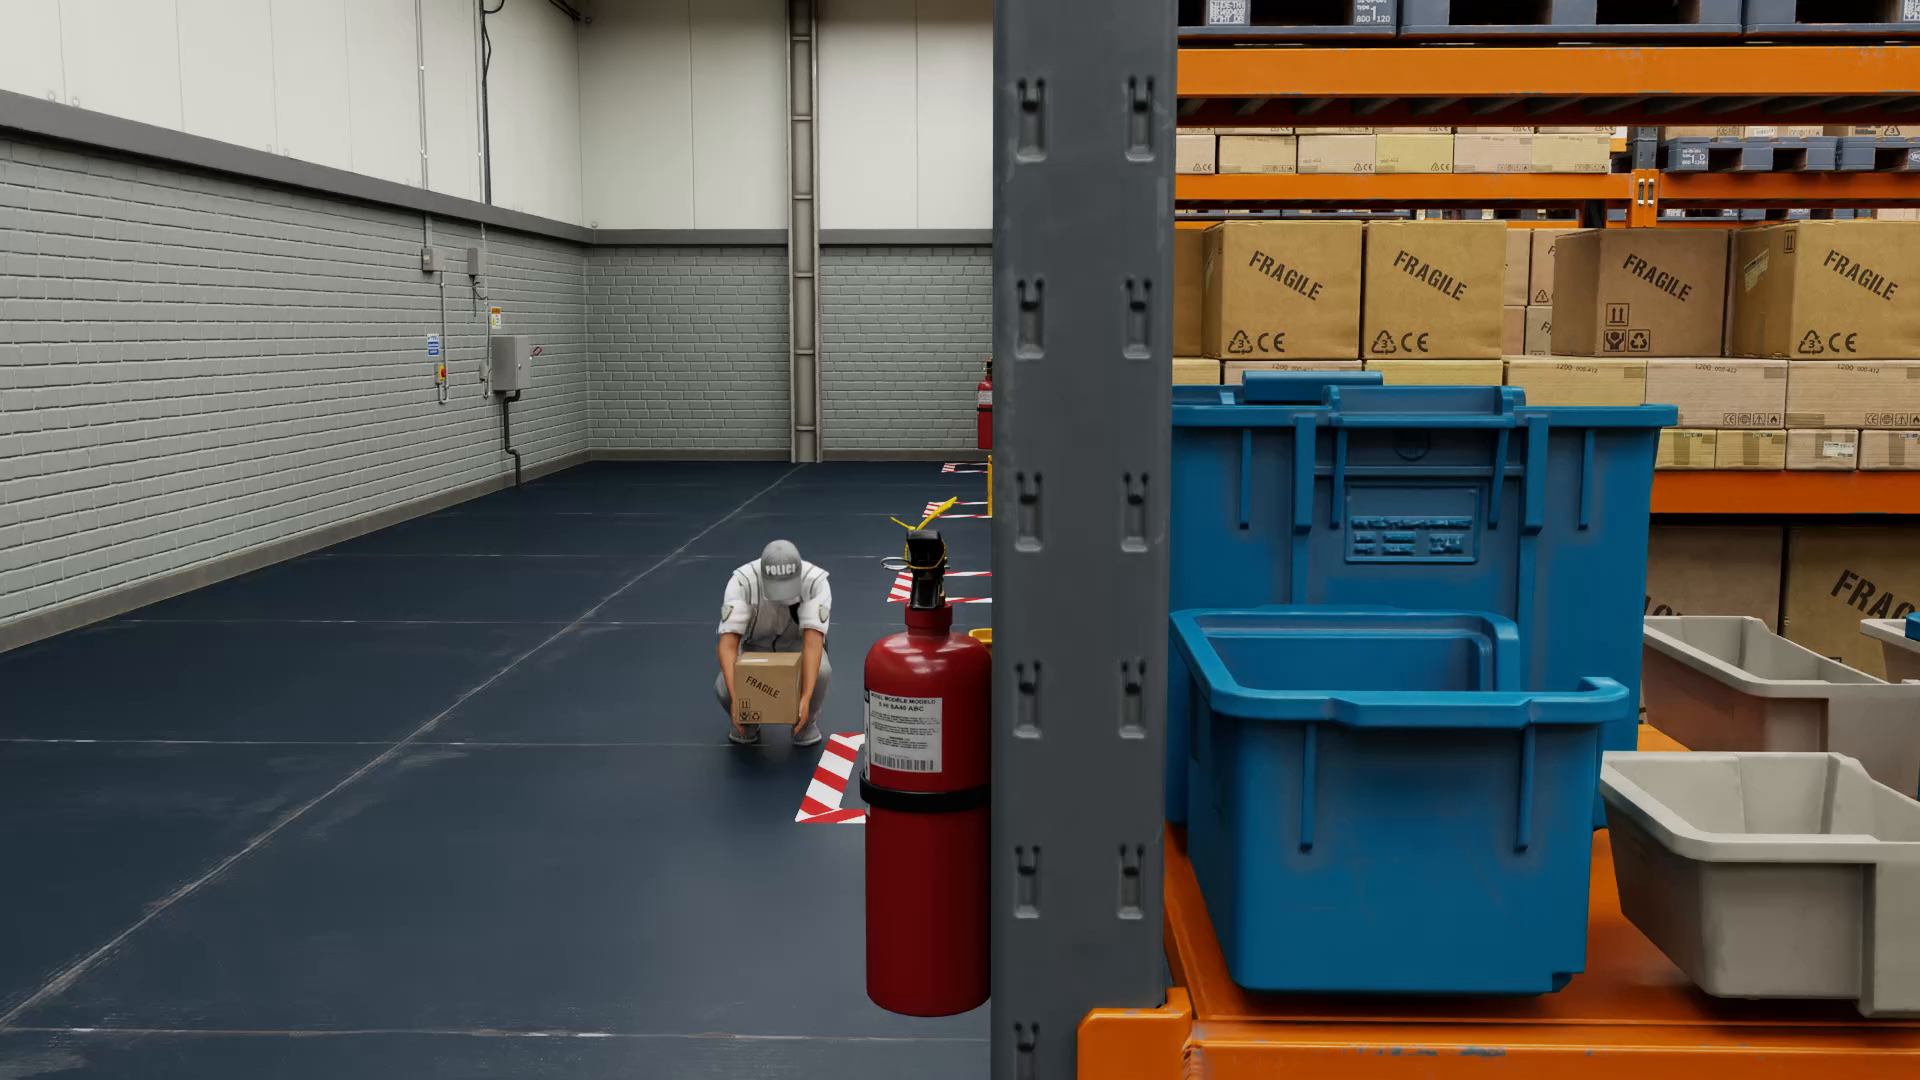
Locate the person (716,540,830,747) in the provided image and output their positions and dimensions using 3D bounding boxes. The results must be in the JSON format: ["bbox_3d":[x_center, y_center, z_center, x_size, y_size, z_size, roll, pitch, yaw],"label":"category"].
[{"bbox_3d":[-0.810,0.434,7.261,0.497,0.949,0.882,0,7,-3],"label":"person"}]
